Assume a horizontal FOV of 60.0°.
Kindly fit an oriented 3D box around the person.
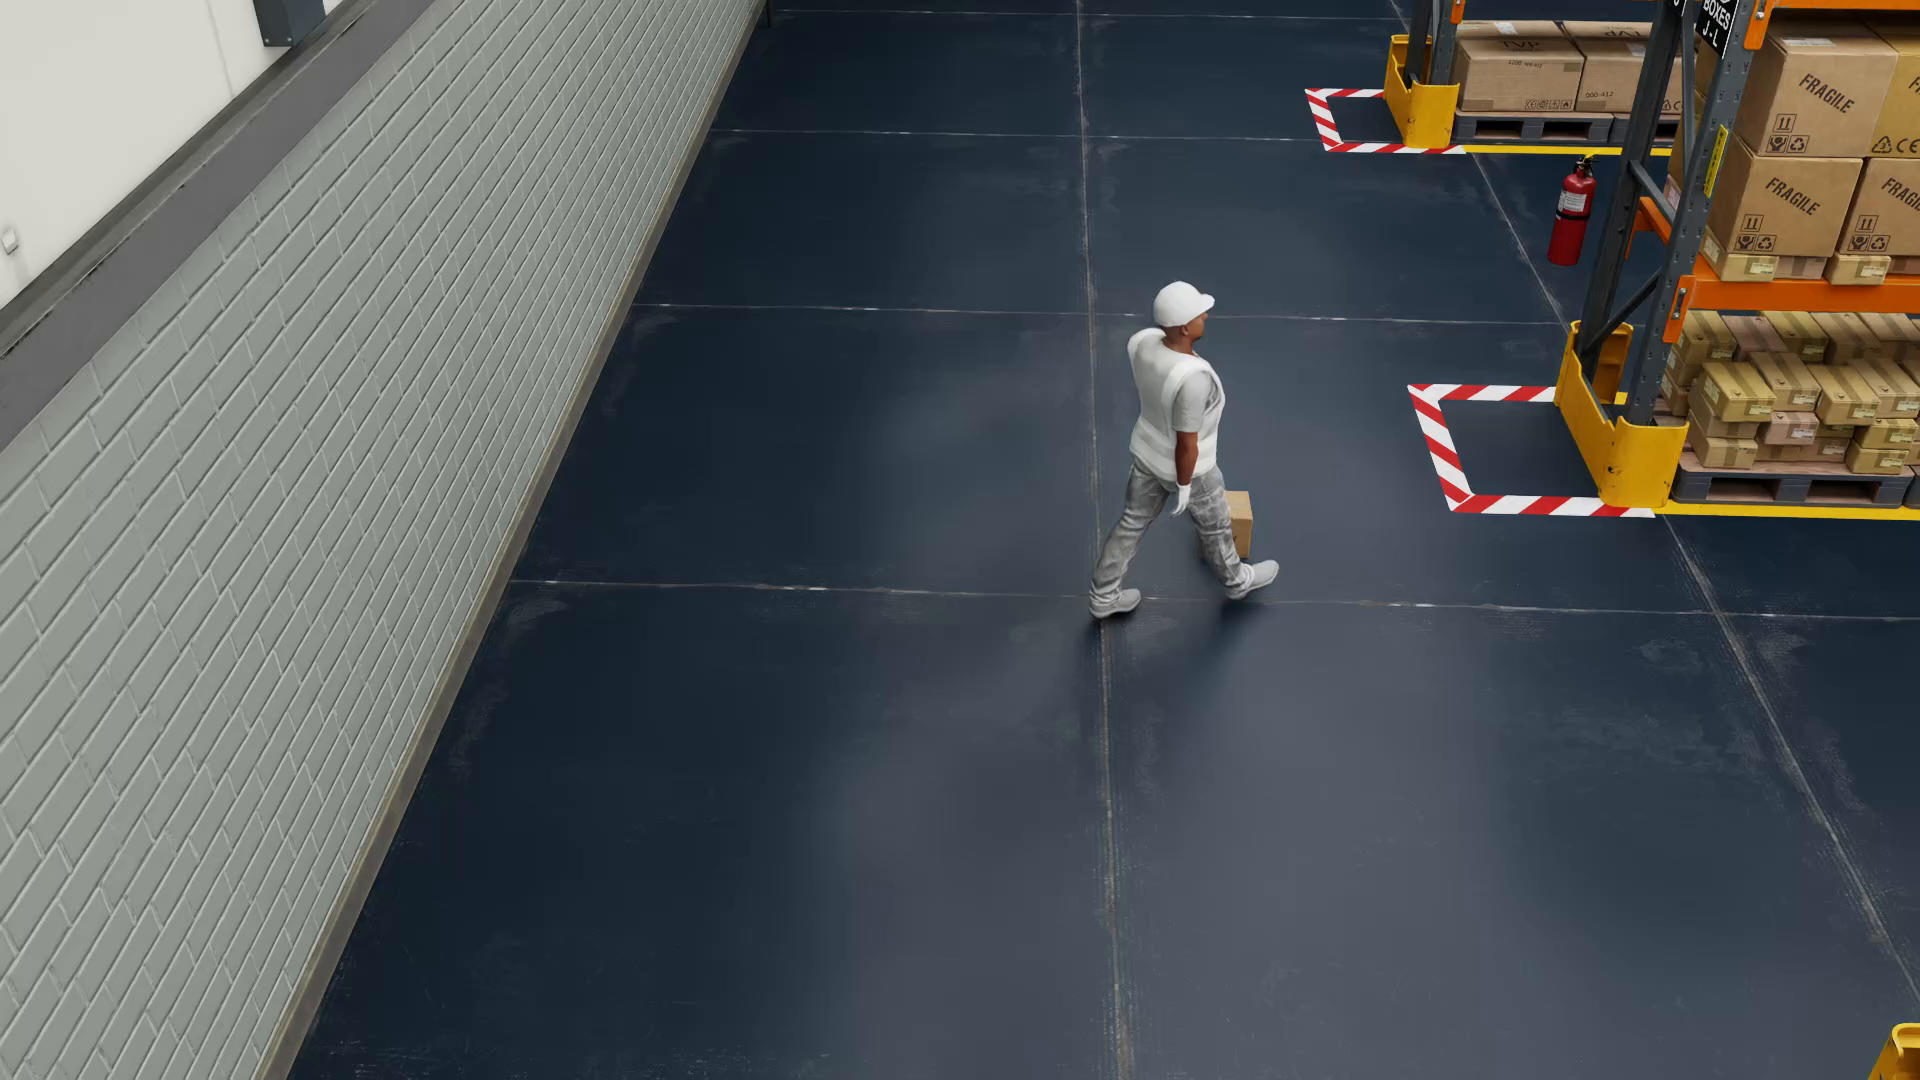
[{"bbox_3d":[1.079,-0.433,7.691,0.969,1.740,0.562,-19,40,-25],"label":"person"}]
